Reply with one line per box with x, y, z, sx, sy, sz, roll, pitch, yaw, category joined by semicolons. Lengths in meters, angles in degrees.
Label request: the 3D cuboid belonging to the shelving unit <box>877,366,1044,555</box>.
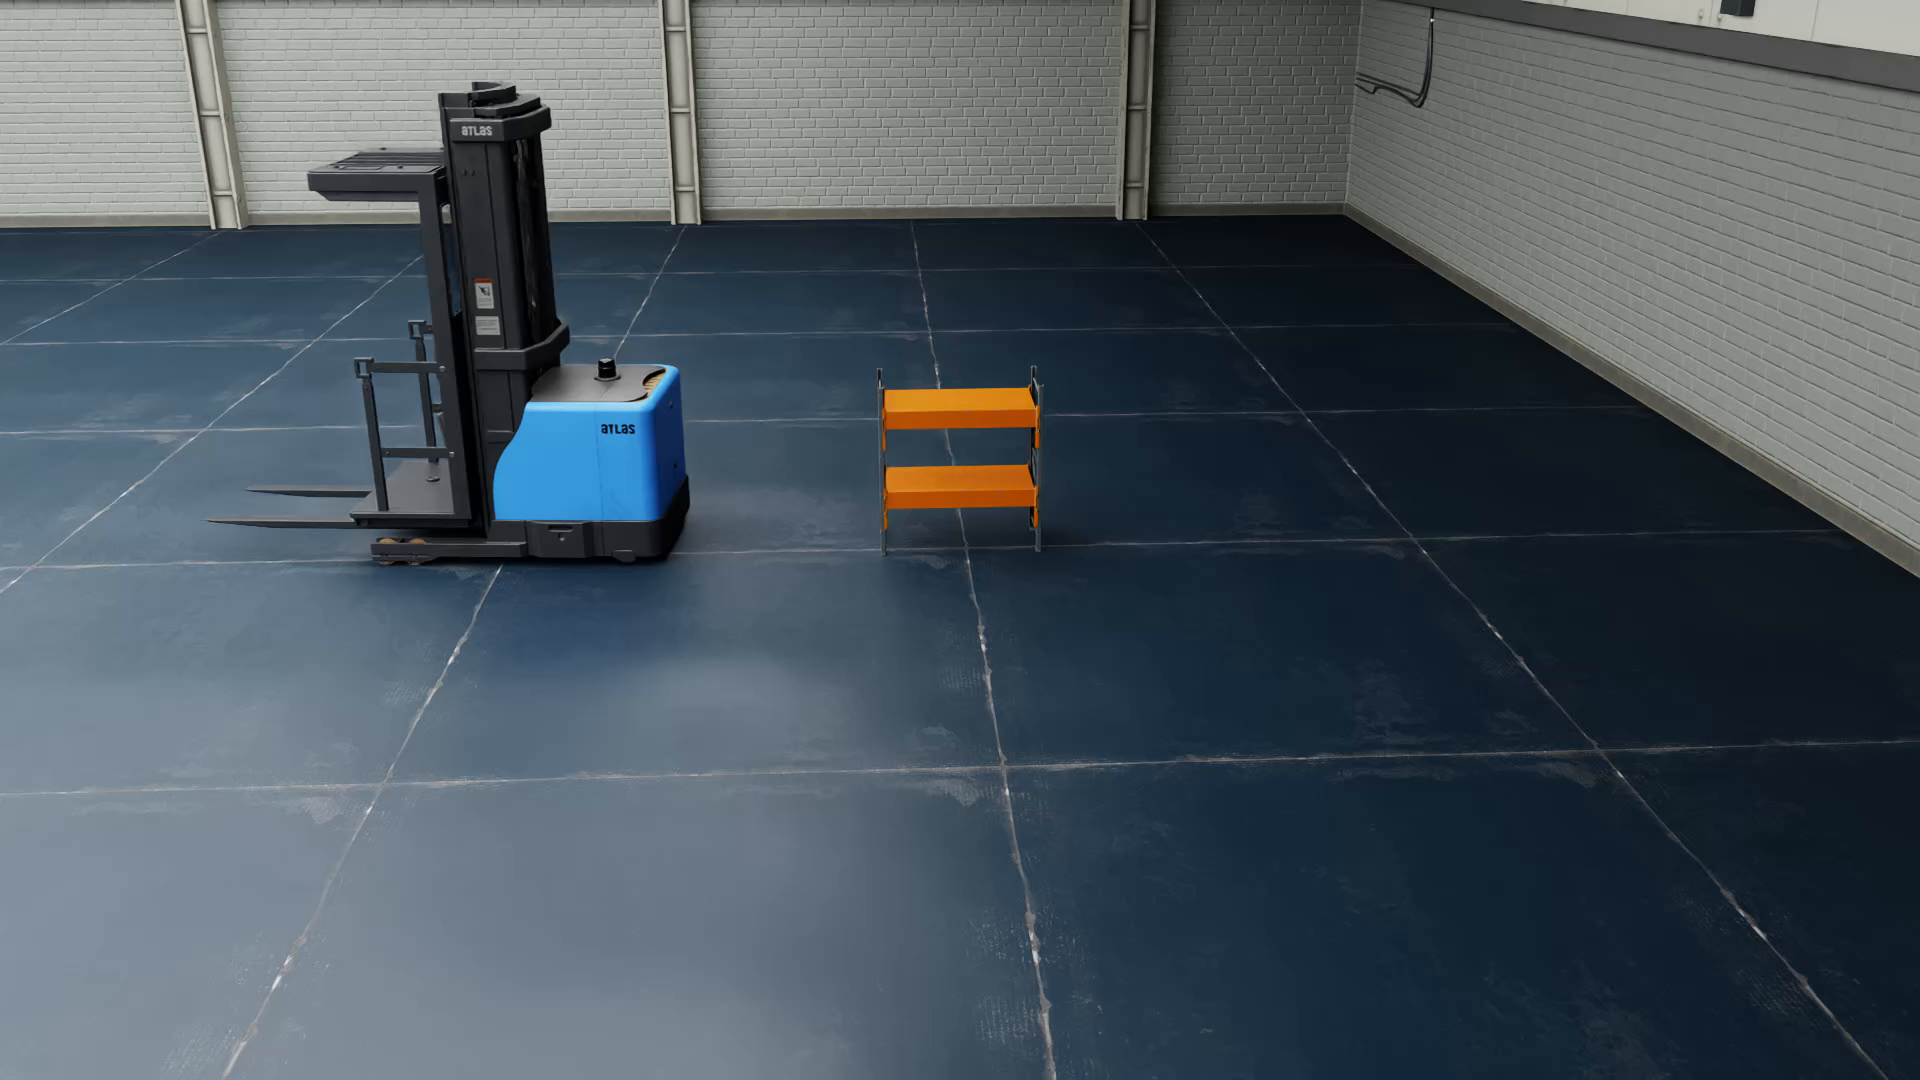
-0.007;-0.526;10.920;1.048;1.125;0.538;-1;21;-3;shelving unit

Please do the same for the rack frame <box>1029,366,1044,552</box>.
0.501;-0.536;10.948;0.032;1.125;0.500;-1;21;-3;rack frame

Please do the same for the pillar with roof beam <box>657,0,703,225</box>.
-3.413;-6.939;16.700;0.400;9.000;9.100;-1;21;-3;pillar with roof beam

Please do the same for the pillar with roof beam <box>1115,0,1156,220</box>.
2.577;-7.061;17.021;0.400;9.000;9.100;-1;21;-3;pillar with roof beam

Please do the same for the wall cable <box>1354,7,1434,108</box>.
5.348;-6.729;20.513;0.112;2.526;3.097;-1;21;-3;wall cable

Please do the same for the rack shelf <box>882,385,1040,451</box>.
-0.007;-0.799;10.816;1.000;0.278;0.538;-1;21;-3;rack shelf

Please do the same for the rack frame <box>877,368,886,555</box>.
-0.514;-0.515;10.893;0.032;1.125;0.500;-1;21;-3;rack frame

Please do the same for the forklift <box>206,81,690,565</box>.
-3.396;-1.395;10.666;3.031;2.935;1.130;1;21;1;forklift

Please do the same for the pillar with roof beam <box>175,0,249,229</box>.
-9.403;-6.817;16.380;0.400;9.000;9.100;-1;21;-3;pillar with roof beam

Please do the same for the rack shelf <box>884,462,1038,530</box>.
-0.007;-0.297;11.007;1.000;0.278;0.538;-1;21;-3;rack shelf

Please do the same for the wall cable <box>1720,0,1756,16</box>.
5.874;-6.397;10.497;0.169;6.003;2.305;-1;21;-3;wall cable
